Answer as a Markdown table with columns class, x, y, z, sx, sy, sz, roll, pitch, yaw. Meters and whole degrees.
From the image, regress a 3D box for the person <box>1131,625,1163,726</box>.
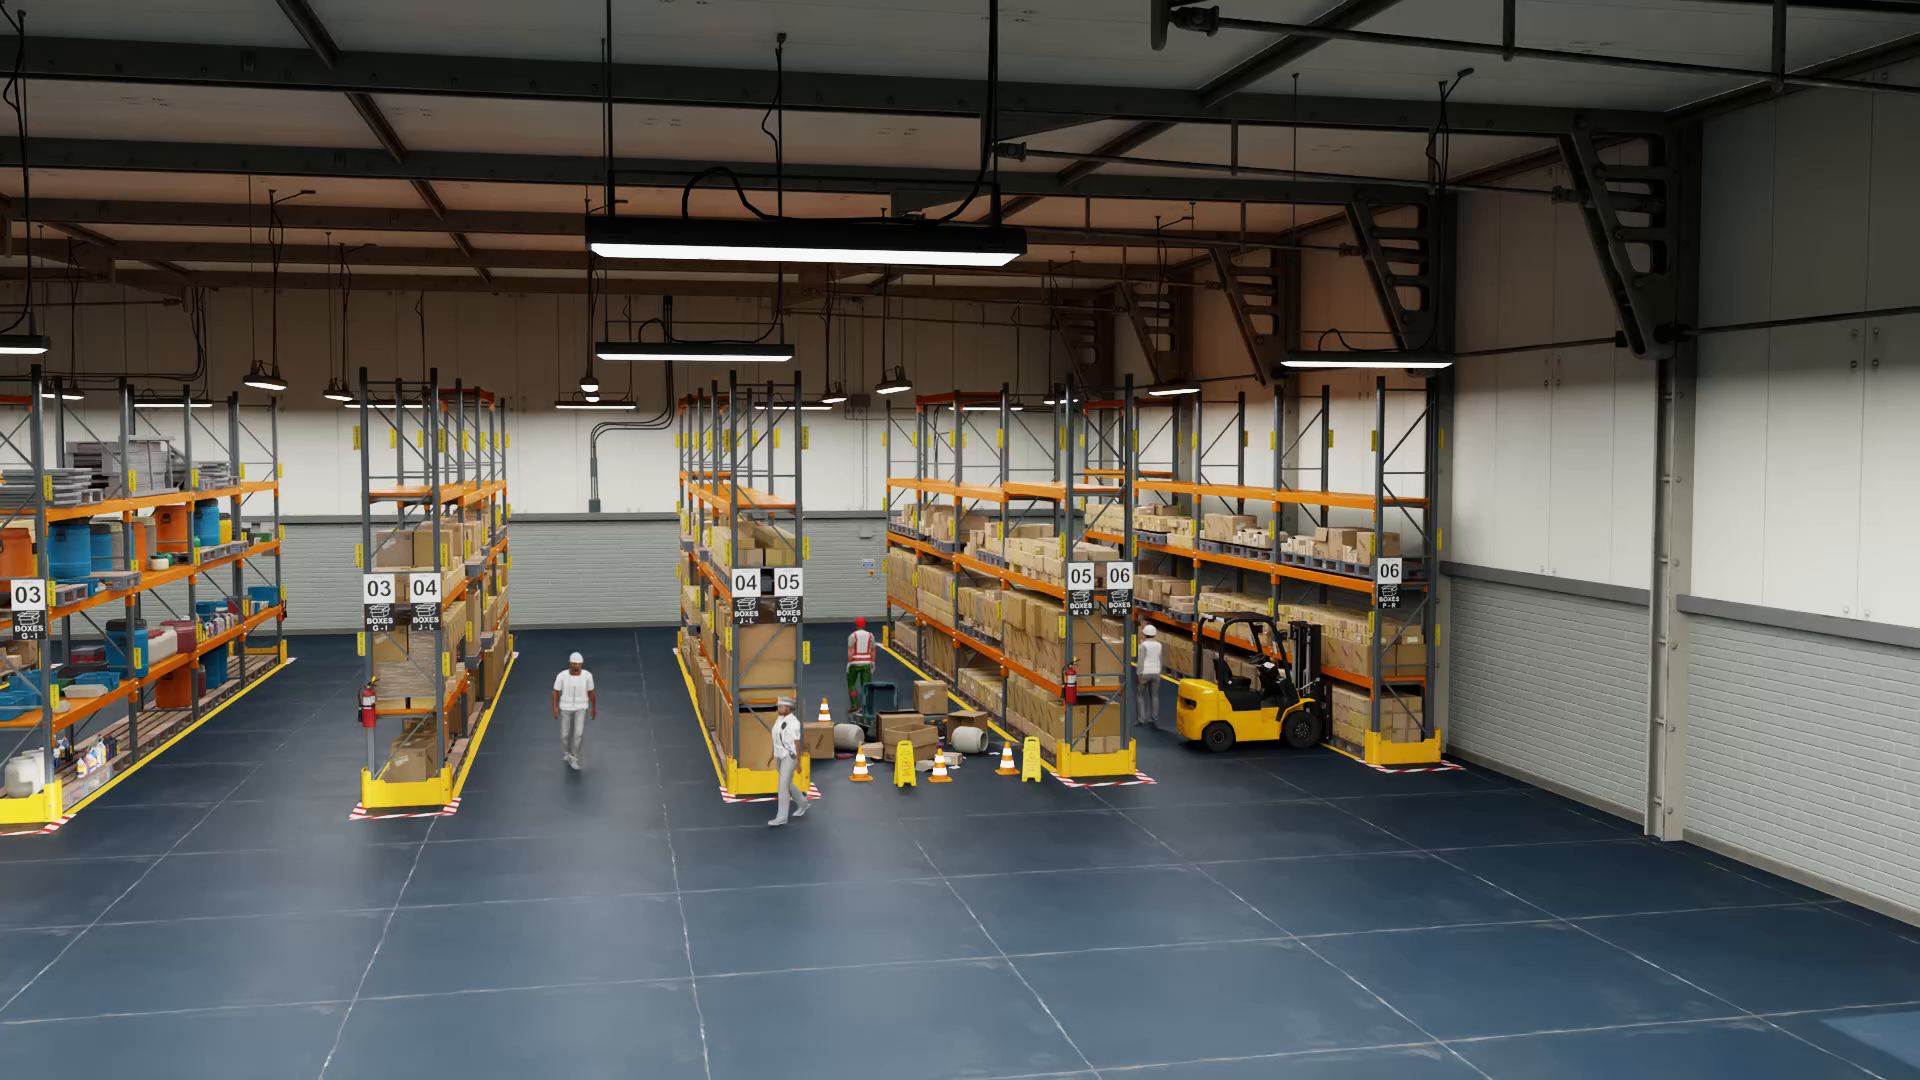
| class | x | y | z | sx | sy | sz | roll | pitch | yaw |
| --- | --- | --- | --- | --- | --- | --- | --- | --- | --- |
| person | 3.345 | 2.404 | 29.242 | 0.546 | 1.821 | 0.613 | -1 | 4 | -17 |

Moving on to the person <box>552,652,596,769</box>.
| class | x | y | z | sx | sy | sz | roll | pitch | yaw |
| --- | --- | --- | --- | --- | --- | --- | --- | --- | --- |
| person | -5.948 | 2.625 | 25.653 | 0.656 | 1.786 | 0.667 | -1 | 4 | -15 |

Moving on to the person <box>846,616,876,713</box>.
| class | x | y | z | sx | sy | sz | roll | pitch | yaw |
| --- | --- | --- | --- | --- | --- | --- | --- | --- | --- |
| person | -1.814 | 2.306 | 30.465 | 0.591 | 1.809 | 0.542 | -1 | 4 | -21 |

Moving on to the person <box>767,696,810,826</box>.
| class | x | y | z | sx | sy | sz | roll | pitch | yaw |
| --- | --- | --- | --- | --- | --- | --- | --- | --- | --- |
| person | -2.253 | 2.864 | 21.872 | 0.781 | 1.655 | 0.431 | -2 | 4 | -35 |
